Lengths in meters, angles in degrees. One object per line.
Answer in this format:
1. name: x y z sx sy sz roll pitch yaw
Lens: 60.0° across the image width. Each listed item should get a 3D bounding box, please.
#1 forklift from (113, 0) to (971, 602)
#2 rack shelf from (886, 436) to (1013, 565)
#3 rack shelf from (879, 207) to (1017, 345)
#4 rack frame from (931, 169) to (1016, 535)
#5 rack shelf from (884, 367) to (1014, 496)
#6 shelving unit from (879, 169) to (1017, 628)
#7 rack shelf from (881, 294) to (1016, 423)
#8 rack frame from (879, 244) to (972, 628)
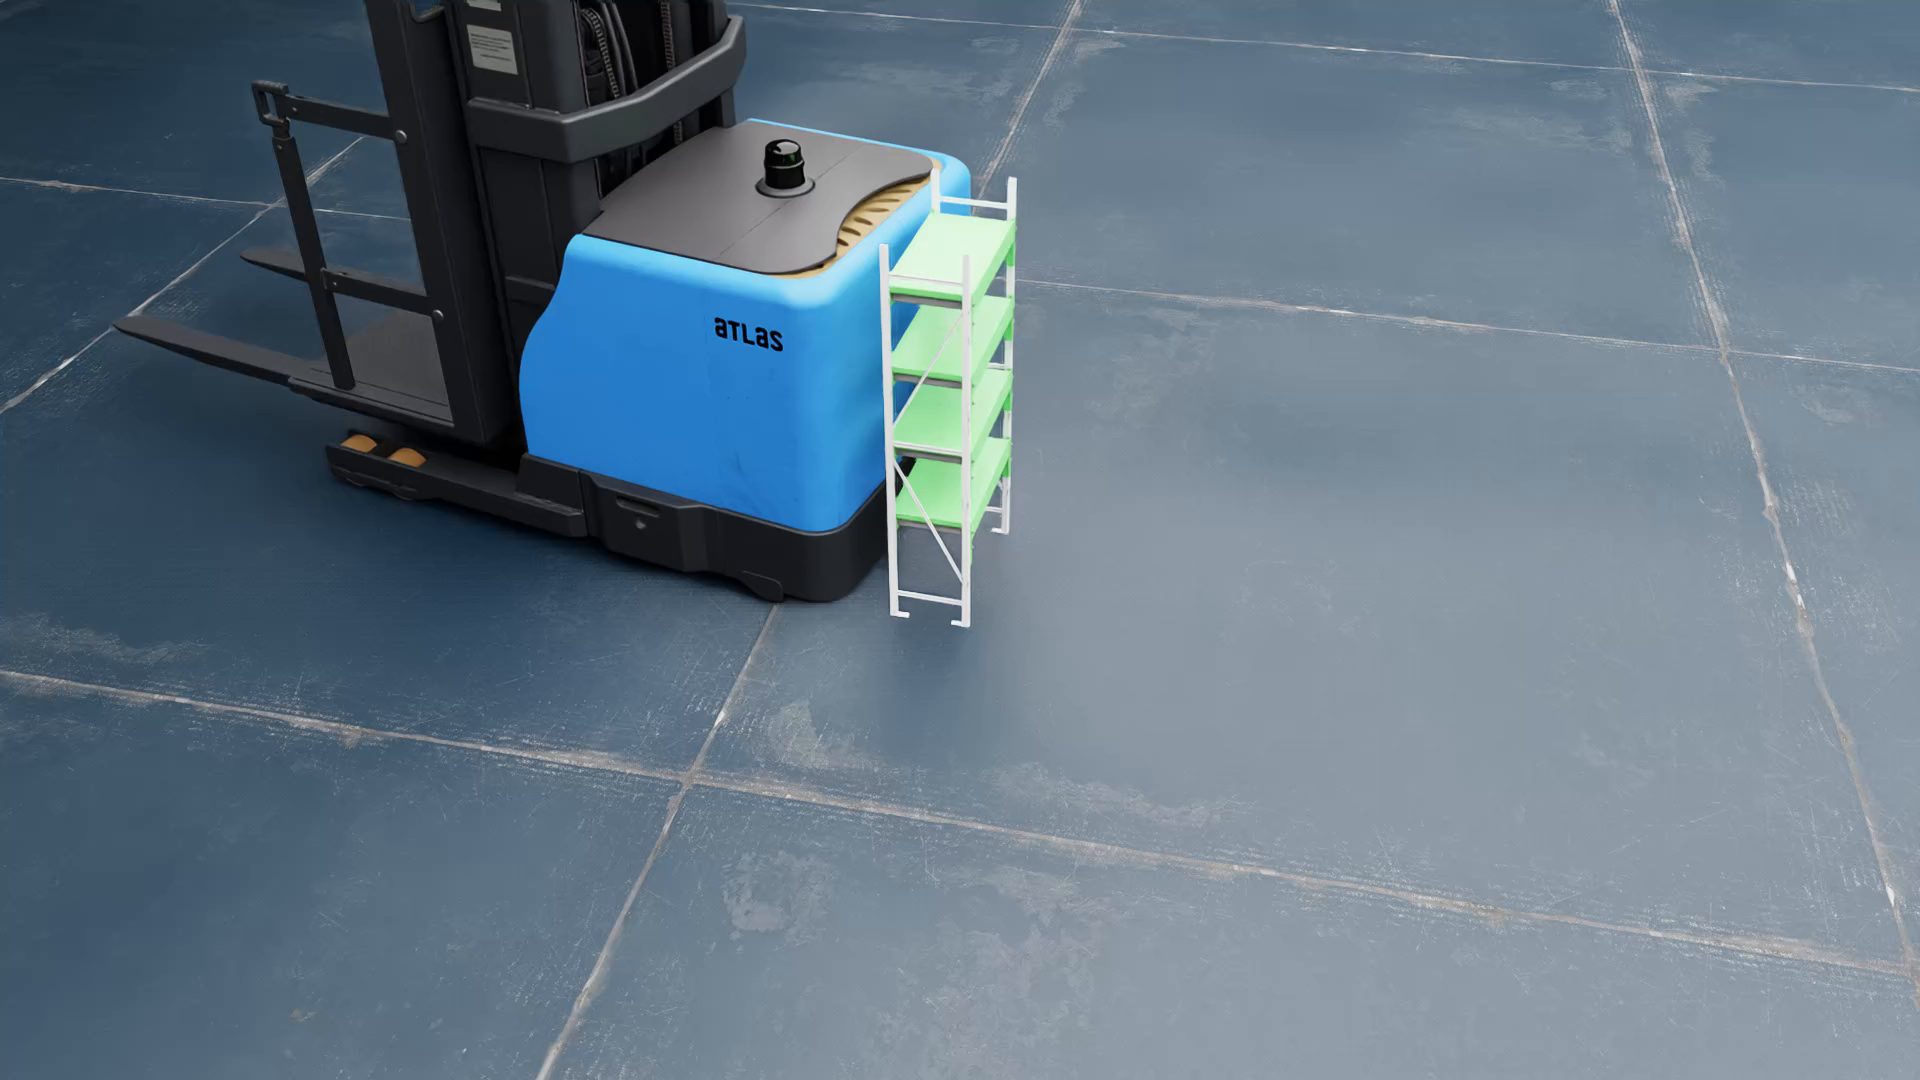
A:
1. forklift: -1.513 -1.581 4.934 3.031 2.935 1.130 15 39 20
2. rack shelf: -0.025 -0.141 4.940 0.258 0.148 0.480 9 37 12
3. rack shelf: -0.025 -0.724 4.517 0.258 0.148 0.480 9 37 12
4. rack frame: 0.038 -0.525 4.952 0.240 1.200 0.015 9 37 12
5. rack shelf: -0.025 -0.335 4.799 0.258 0.148 0.480 9 37 12
6. shelving unit: -0.025 -0.387 4.762 0.258 1.200 0.503 9 37 12
7. rack shelf: -0.025 -0.530 4.658 0.258 0.148 0.480 9 37 12
8. rack frame: -0.089 -0.249 4.571 0.240 1.200 0.015 9 37 12
